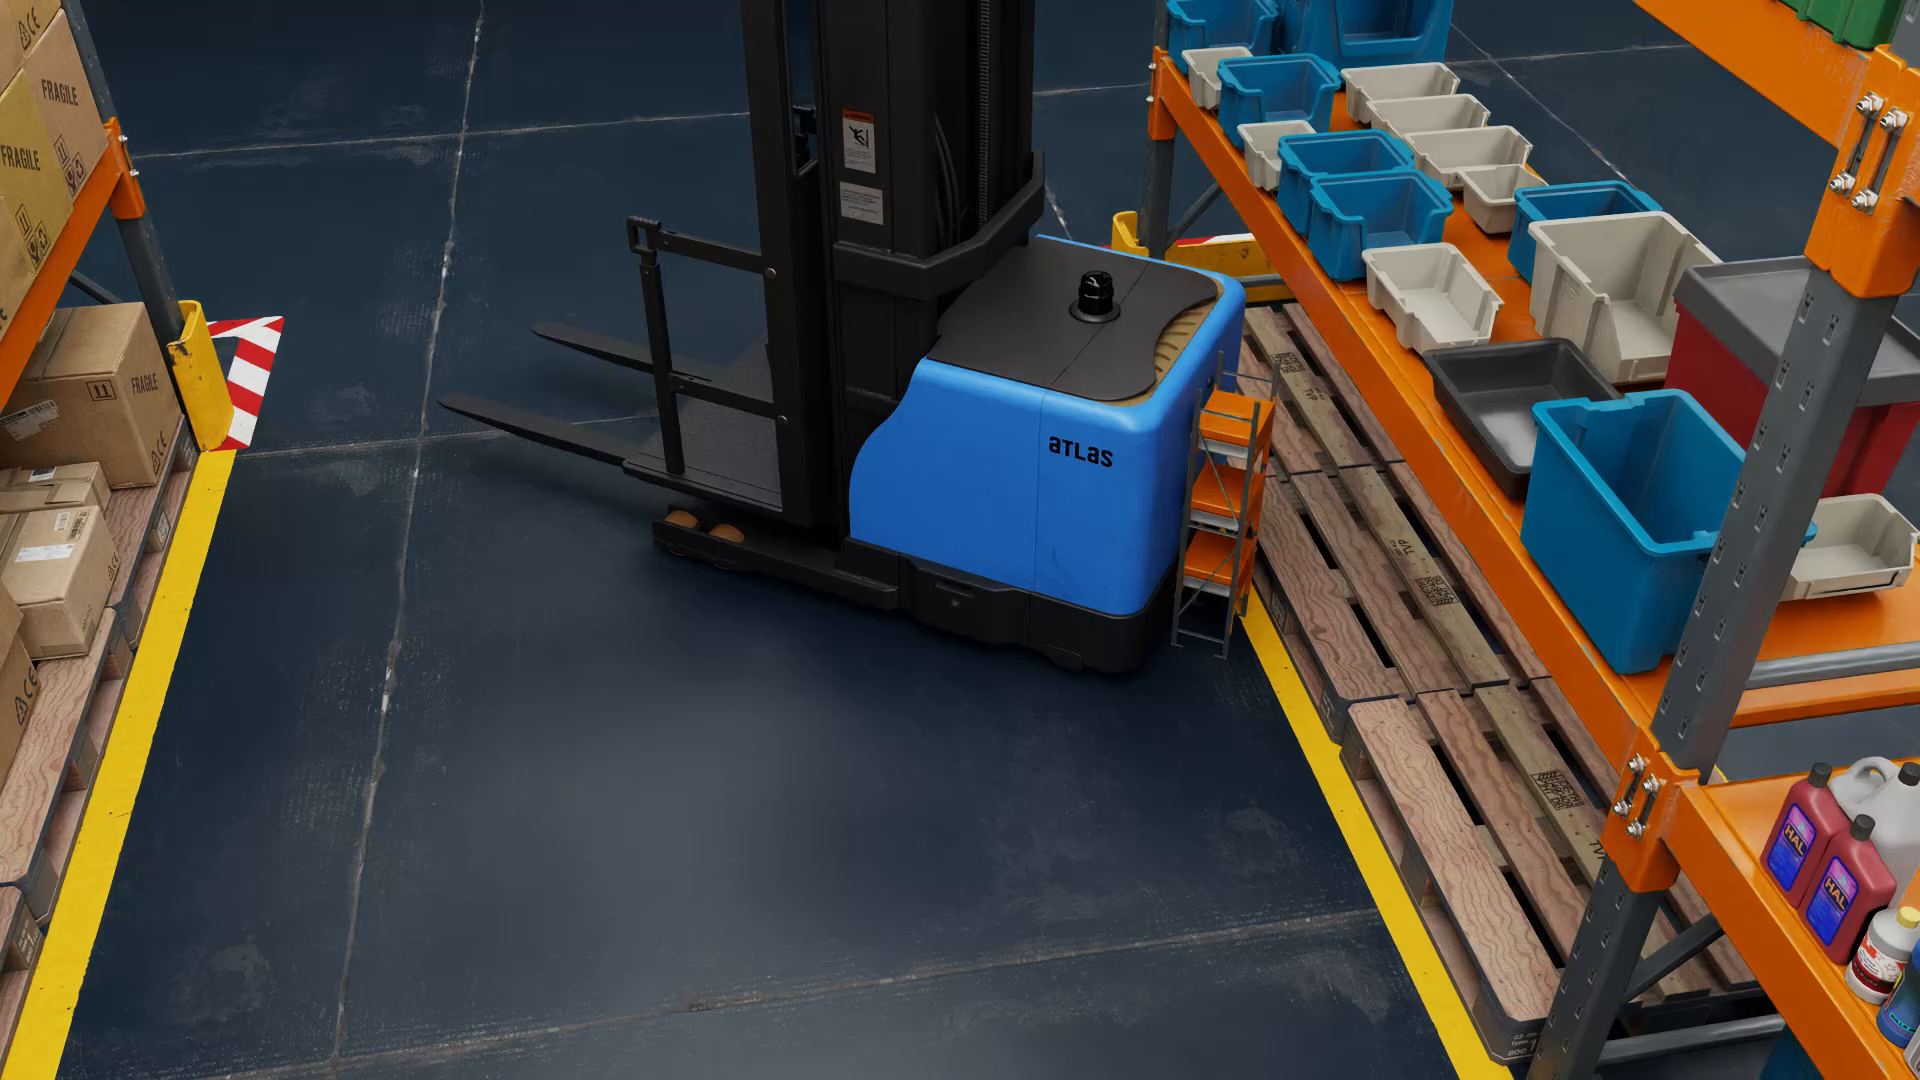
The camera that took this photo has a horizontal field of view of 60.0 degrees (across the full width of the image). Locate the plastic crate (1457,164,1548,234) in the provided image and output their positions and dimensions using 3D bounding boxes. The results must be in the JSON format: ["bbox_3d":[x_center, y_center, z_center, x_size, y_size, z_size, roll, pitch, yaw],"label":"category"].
[{"bbox_3d":[1.780,-1.095,5.380,0.298,0.136,0.250,-6,38,-8],"label":"plastic crate"}]

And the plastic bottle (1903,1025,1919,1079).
[{"bbox_3d":[1.751,0.839,2.826,0.152,0.276,0.135,-6,38,-8],"label":"plastic bottle"}]

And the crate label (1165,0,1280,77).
[{"bbox_3d":[0.998,-1.940,6.390,0.416,0.233,0.303,-6,38,-8],"label":"crate label"}]

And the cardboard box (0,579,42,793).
[{"bbox_3d":[-3.231,0.457,4.893,0.797,0.503,0.637,-6,38,-8],"label":"cardboard box"}]

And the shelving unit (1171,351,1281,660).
[{"bbox_3d":[0.873,-0.096,5.518,0.215,1.050,0.252,15,40,18],"label":"shelving unit"}]

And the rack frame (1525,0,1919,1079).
[{"bbox_3d":[1.980,0.249,3.485,1.000,3.000,0.127,-6,38,-8],"label":"rack frame"}]

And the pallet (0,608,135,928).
[{"bbox_3d":[-3.234,0.727,5.142,1.003,0.211,1.213,-6,38,-8],"label":"pallet"}]

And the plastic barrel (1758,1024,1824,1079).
[{"bbox_3d":[2.059,1.242,3.575,0.600,0.901,0.708,-6,38,-8],"label":"plastic barrel"}]

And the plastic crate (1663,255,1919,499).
[{"bbox_3d":[2.071,-0.367,4.176,0.402,0.464,0.583,-6,38,-8],"label":"plastic crate"}]

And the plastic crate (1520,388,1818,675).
[{"bbox_3d":[1.563,-0.014,3.787,0.392,0.384,0.575,-6,38,-8],"label":"plastic crate"}]

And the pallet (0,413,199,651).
[{"bbox_3d":[-3.444,-0.008,6.089,1.003,0.211,1.213,-6,38,-8],"label":"pallet"}]

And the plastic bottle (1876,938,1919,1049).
[{"bbox_3d":[1.703,0.774,2.914,0.097,0.271,0.097,0,38,0],"label":"plastic bottle"}]

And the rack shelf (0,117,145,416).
[{"bbox_3d":[-3.247,-0.145,4.578,1.077,0.370,4.000,-6,38,-8],"label":"rack shelf"}]

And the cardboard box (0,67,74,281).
[{"bbox_3d":[-3.157,-1.122,5.168,0.500,0.500,0.500,-6,38,-8],"label":"cardboard box"}]

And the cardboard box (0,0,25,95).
[{"bbox_3d":[-3.160,-1.527,4.874,0.500,0.500,0.500,-5,38,-7],"label":"cardboard box"}]

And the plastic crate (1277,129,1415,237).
[{"bbox_3d":[1.229,-1.145,5.367,0.416,0.233,0.300,-6,38,-8],"label":"plastic crate"}]

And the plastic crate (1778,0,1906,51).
[{"bbox_3d":[1.609,-1.076,2.917,0.450,0.188,0.662,-6,38,-8],"label":"plastic crate"}]

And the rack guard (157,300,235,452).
[{"bbox_3d":[-3.585,-0.604,6.620,1.175,0.500,0.348,-6,38,-8],"label":"rack guard"}]

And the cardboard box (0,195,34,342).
[{"bbox_3d":[-3.075,-0.820,4.779,0.500,0.500,0.500,-6,38,-8],"label":"cardboard box"}]

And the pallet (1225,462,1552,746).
[{"bbox_3d":[1.596,0.171,5.857,1.003,0.211,1.213,-6,38,-8],"label":"pallet"}]

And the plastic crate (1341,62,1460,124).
[{"bbox_3d":[1.600,-1.614,6.048,0.396,0.136,0.243,-6,38,-8],"label":"plastic crate"}]

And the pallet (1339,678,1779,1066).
[{"bbox_3d":[1.813,0.910,4.907,1.003,0.211,1.213,-6,38,-8],"label":"pallet"}]

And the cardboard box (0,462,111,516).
[{"bbox_3d":[-3.278,-0.136,5.930,0.380,0.166,0.250,-6,38,-8],"label":"cardboard box"}]

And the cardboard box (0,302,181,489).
[{"bbox_3d":[-3.260,-0.522,6.155,0.500,0.500,0.500,-6,38,-8],"label":"cardboard box"}]

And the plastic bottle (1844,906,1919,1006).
[{"bbox_3d":[1.686,0.743,3.011,0.097,0.201,0.097,0,38,0],"label":"plastic bottle"}]

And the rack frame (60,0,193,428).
[{"bbox_3d":[-3.598,-1.637,5.912,1.000,3.000,0.127,-6,38,-8],"label":"rack frame"}]

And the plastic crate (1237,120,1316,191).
[{"bbox_3d":[1.092,-1.290,5.632,0.250,0.136,0.298,-6,38,-8],"label":"plastic crate"}]

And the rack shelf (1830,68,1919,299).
[{"bbox_3d":[2.331,0.556,1.231,1.077,0.370,4.000,-6,38,-8],"label":"rack shelf"}]

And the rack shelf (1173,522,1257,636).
[{"bbox_3d":[0.873,0.131,5.695,0.215,0.259,0.240,15,40,18],"label":"rack shelf"}]

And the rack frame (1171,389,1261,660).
[{"bbox_3d":[0.825,-0.028,5.430,0.200,1.050,0.008,15,40,18],"label":"rack frame"}]

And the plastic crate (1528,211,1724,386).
[{"bbox_3d":[1.894,-0.670,4.716,0.437,0.282,0.530,-6,38,-8],"label":"plastic crate"}]

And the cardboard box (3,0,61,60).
[{"bbox_3d":[-3.249,-1.832,5.267,0.500,0.500,0.500,-7,38,-8],"label":"cardboard box"}]

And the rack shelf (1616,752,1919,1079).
[{"bbox_3d":[2.331,1.741,2.151,1.077,0.370,4.000,-6,38,-8],"label":"rack shelf"}]

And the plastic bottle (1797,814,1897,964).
[{"bbox_3d":[1.648,0.643,3.073,0.061,0.283,0.133,-6,38,-8],"label":"plastic bottle"}]

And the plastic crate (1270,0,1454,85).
[{"bbox_3d":[1.522,-2.023,6.331,0.616,0.435,0.499,-6,38,-8],"label":"plastic crate"}]

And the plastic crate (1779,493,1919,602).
[{"bbox_3d":[2.040,0.033,3.929,0.396,0.136,0.243,-6,38,-8],"label":"plastic crate"}]

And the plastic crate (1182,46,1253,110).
[{"bbox_3d":[0.973,-1.700,6.159,0.250,0.136,0.298,-6,38,-8],"label":"plastic crate"}]

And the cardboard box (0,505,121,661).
[{"bbox_3d":[-3.123,0.154,5.489,0.500,0.250,0.500,-6,38,-8],"label":"cardboard box"}]

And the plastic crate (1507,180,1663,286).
[{"bbox_3d":[1.892,-0.912,5.067,0.416,0.233,0.300,-6,38,-8],"label":"plastic crate"}]

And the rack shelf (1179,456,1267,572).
[{"bbox_3d":[0.873,-0.088,5.525,0.215,0.259,0.240,15,40,18],"label":"rack shelf"}]

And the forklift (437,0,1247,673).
[{"bbox_3d":[-0.570,-1.323,5.564,3.031,2.935,1.130,16,41,20],"label":"forklift"}]

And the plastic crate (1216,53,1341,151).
[{"bbox_3d":[1.114,-1.543,5.878,0.416,0.233,0.300,-6,38,-8],"label":"plastic crate"}]

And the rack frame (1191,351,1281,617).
[{"bbox_3d":[0.921,-0.165,5.607,0.200,1.050,0.008,15,40,18],"label":"rack frame"}]

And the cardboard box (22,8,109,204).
[{"bbox_3d":[-3.252,-1.435,5.571,0.500,0.500,0.500,-5,38,-7],"label":"cardboard box"}]

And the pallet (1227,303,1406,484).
[{"bbox_3d":[1.386,-0.564,6.804,1.003,0.211,1.213,-6,38,-8],"label":"pallet"}]

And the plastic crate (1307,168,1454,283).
[{"bbox_3d":[1.282,-0.964,5.133,0.416,0.233,0.300,-6,38,-8],"label":"plastic crate"}]

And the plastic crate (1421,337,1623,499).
[{"bbox_3d":[1.520,-0.314,4.384,0.437,0.125,0.590,-6,38,-8],"label":"plastic crate"}]

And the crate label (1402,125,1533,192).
[{"bbox_3d":[1.710,-1.272,5.608,0.396,0.136,0.243,-6,38,-8],"label":"crate label"}]

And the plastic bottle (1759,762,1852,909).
[{"bbox_3d":[1.625,0.562,3.177,0.061,0.283,0.133,-6,38,-8],"label":"plastic bottle"}]

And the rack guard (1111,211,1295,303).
[{"bbox_3d":[1.262,-1.193,7.379,1.175,0.500,0.348,-6,38,-8],"label":"rack guard"}]

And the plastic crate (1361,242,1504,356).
[{"bbox_3d":[1.379,-0.690,4.860,0.293,0.136,0.466,-6,38,-8],"label":"plastic crate"}]

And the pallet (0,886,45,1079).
[{"bbox_3d":[-3.016,1.465,4.192,1.003,0.211,1.213,-6,38,-8],"label":"pallet"}]

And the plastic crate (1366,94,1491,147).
[{"bbox_3d":[1.637,-1.437,5.821,0.396,0.136,0.243,-6,38,-8],"label":"plastic crate"}]

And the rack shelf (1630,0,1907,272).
[{"bbox_3d":[1.630,-1.860,4.340,1.077,0.370,4.000,-6,38,-8],"label":"rack shelf"}]

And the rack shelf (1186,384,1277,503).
[{"bbox_3d":[0.873,-0.312,5.351,0.215,0.259,0.240,15,40,18],"label":"rack shelf"}]

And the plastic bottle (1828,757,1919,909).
[{"bbox_3d":[1.730,0.540,3.150,0.144,0.351,0.185,-6,38,-8],"label":"plastic bottle"}]

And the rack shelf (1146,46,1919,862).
[{"bbox_3d":[1.630,-0.675,5.261,1.077,0.370,4.000,-6,38,-8],"label":"rack shelf"}]

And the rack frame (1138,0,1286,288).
[{"bbox_3d":[1.279,-2.167,6.595,1.000,3.000,0.127,-6,38,-8],"label":"rack frame"}]
